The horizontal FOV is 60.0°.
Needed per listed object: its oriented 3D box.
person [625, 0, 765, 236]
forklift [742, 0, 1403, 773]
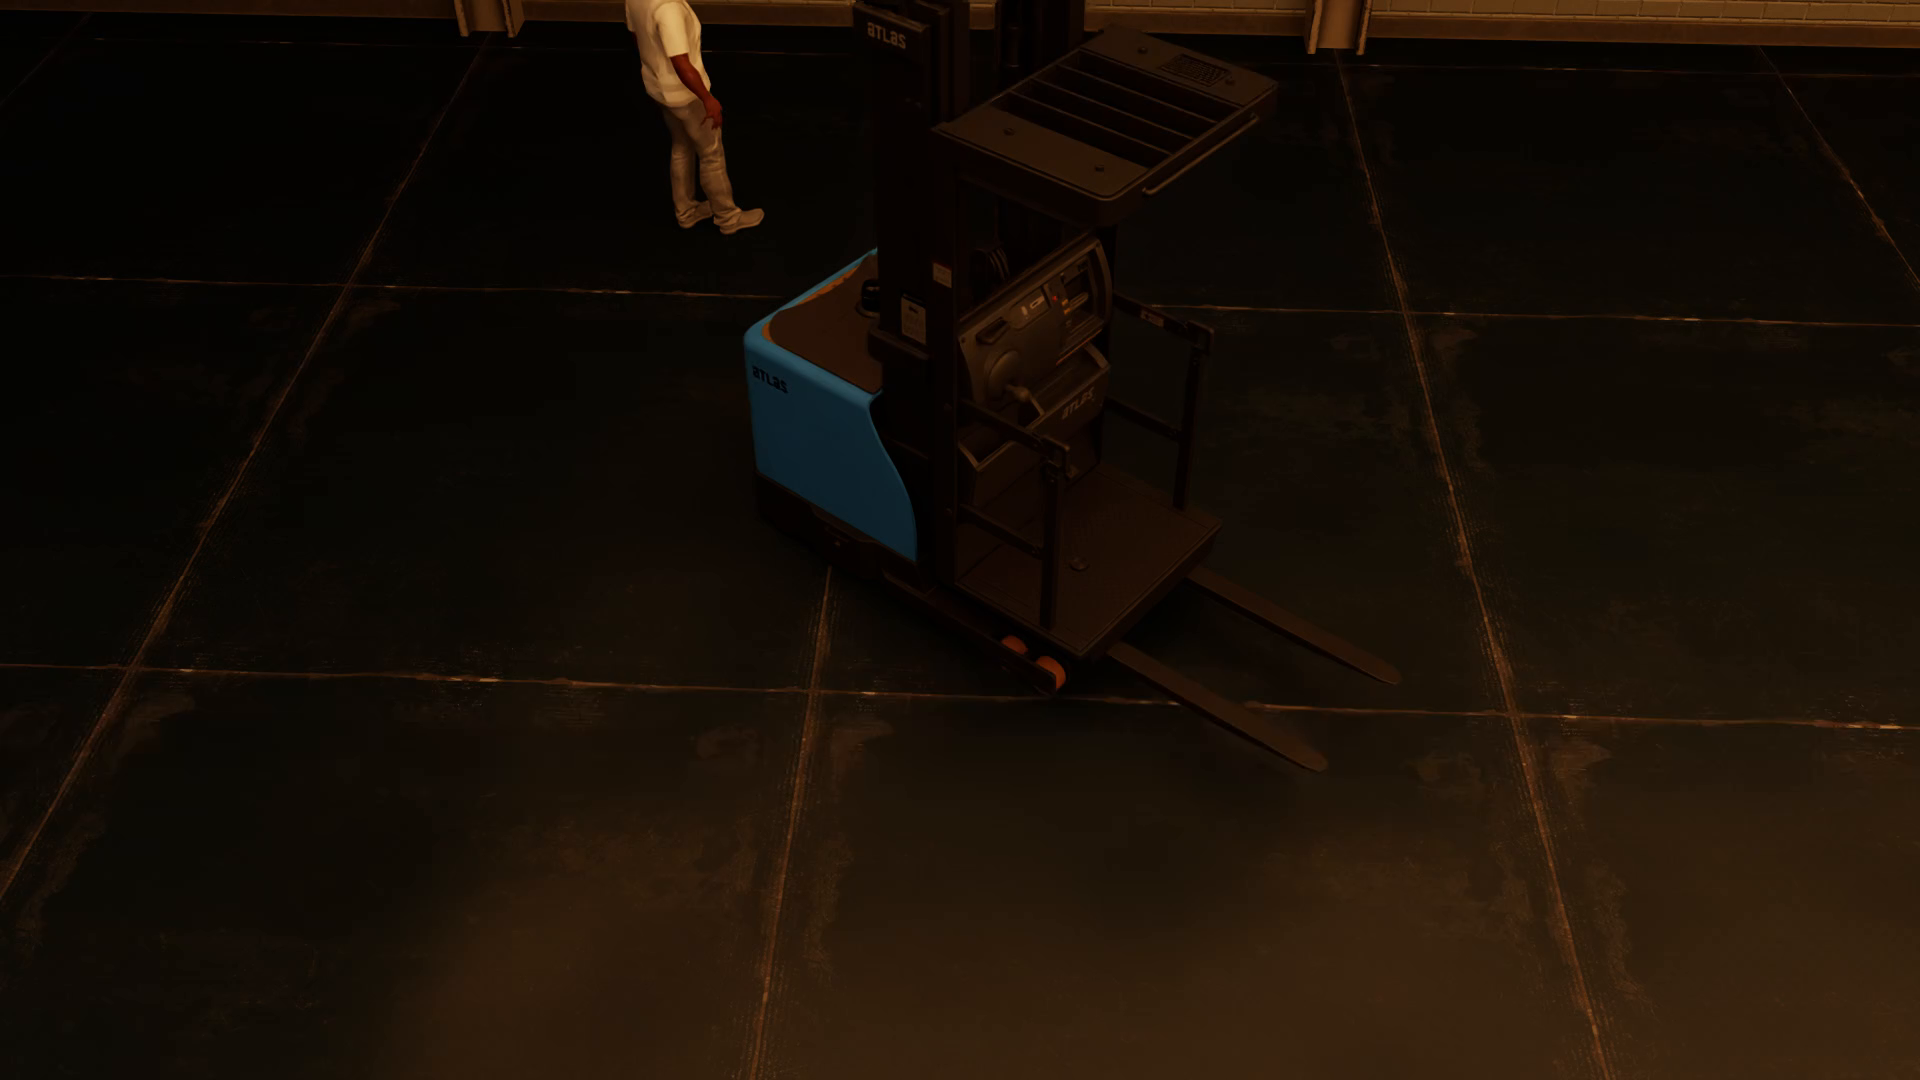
[{"bbox_3d":[-1.519,-2.585,9.440,0.557,1.766,0.733,-28,49,-27],"label":"person"},{"bbox_3d":[0.477,-0.823,6.644,3.031,2.935,1.130,29,50,28],"label":"forklift"}]
